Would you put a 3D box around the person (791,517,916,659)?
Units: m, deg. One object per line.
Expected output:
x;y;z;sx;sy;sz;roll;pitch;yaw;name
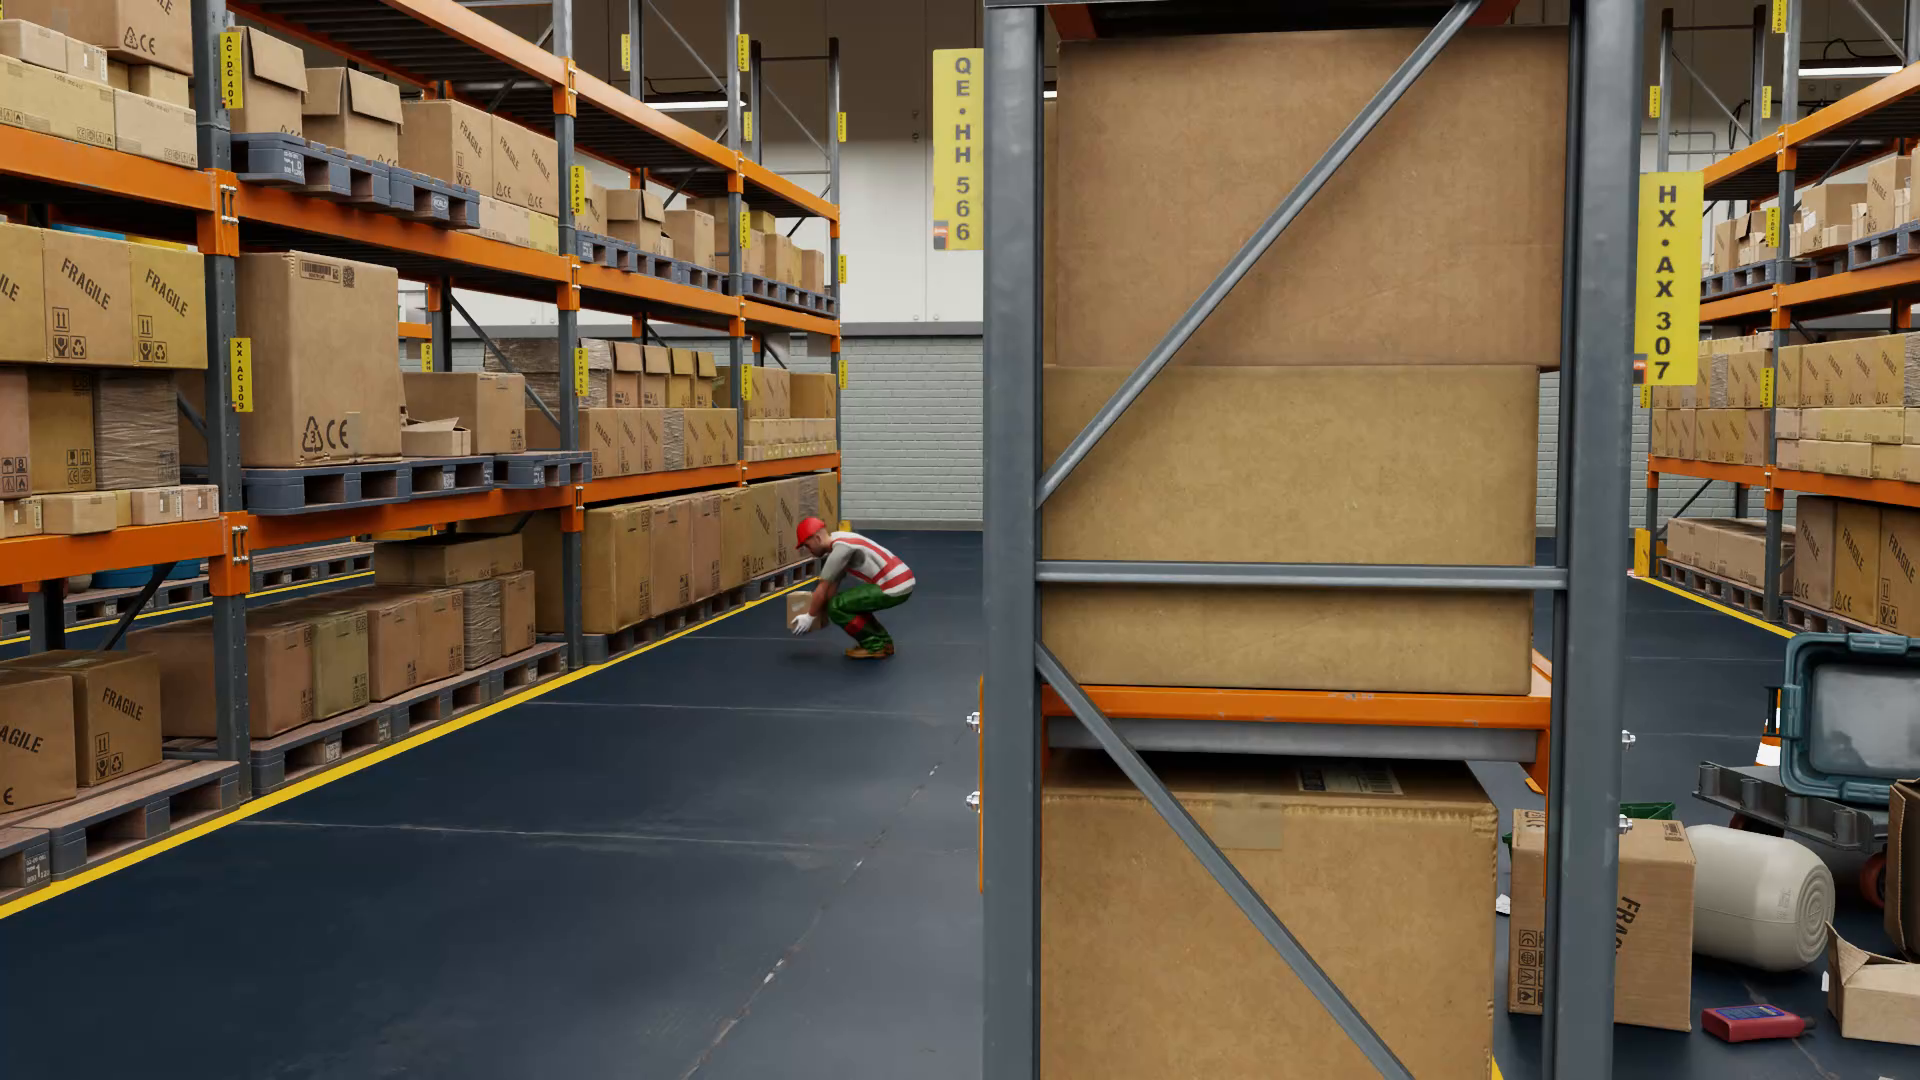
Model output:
-0.772;0.342;12.054;0.881;1.015;0.572;1;4;8;person
